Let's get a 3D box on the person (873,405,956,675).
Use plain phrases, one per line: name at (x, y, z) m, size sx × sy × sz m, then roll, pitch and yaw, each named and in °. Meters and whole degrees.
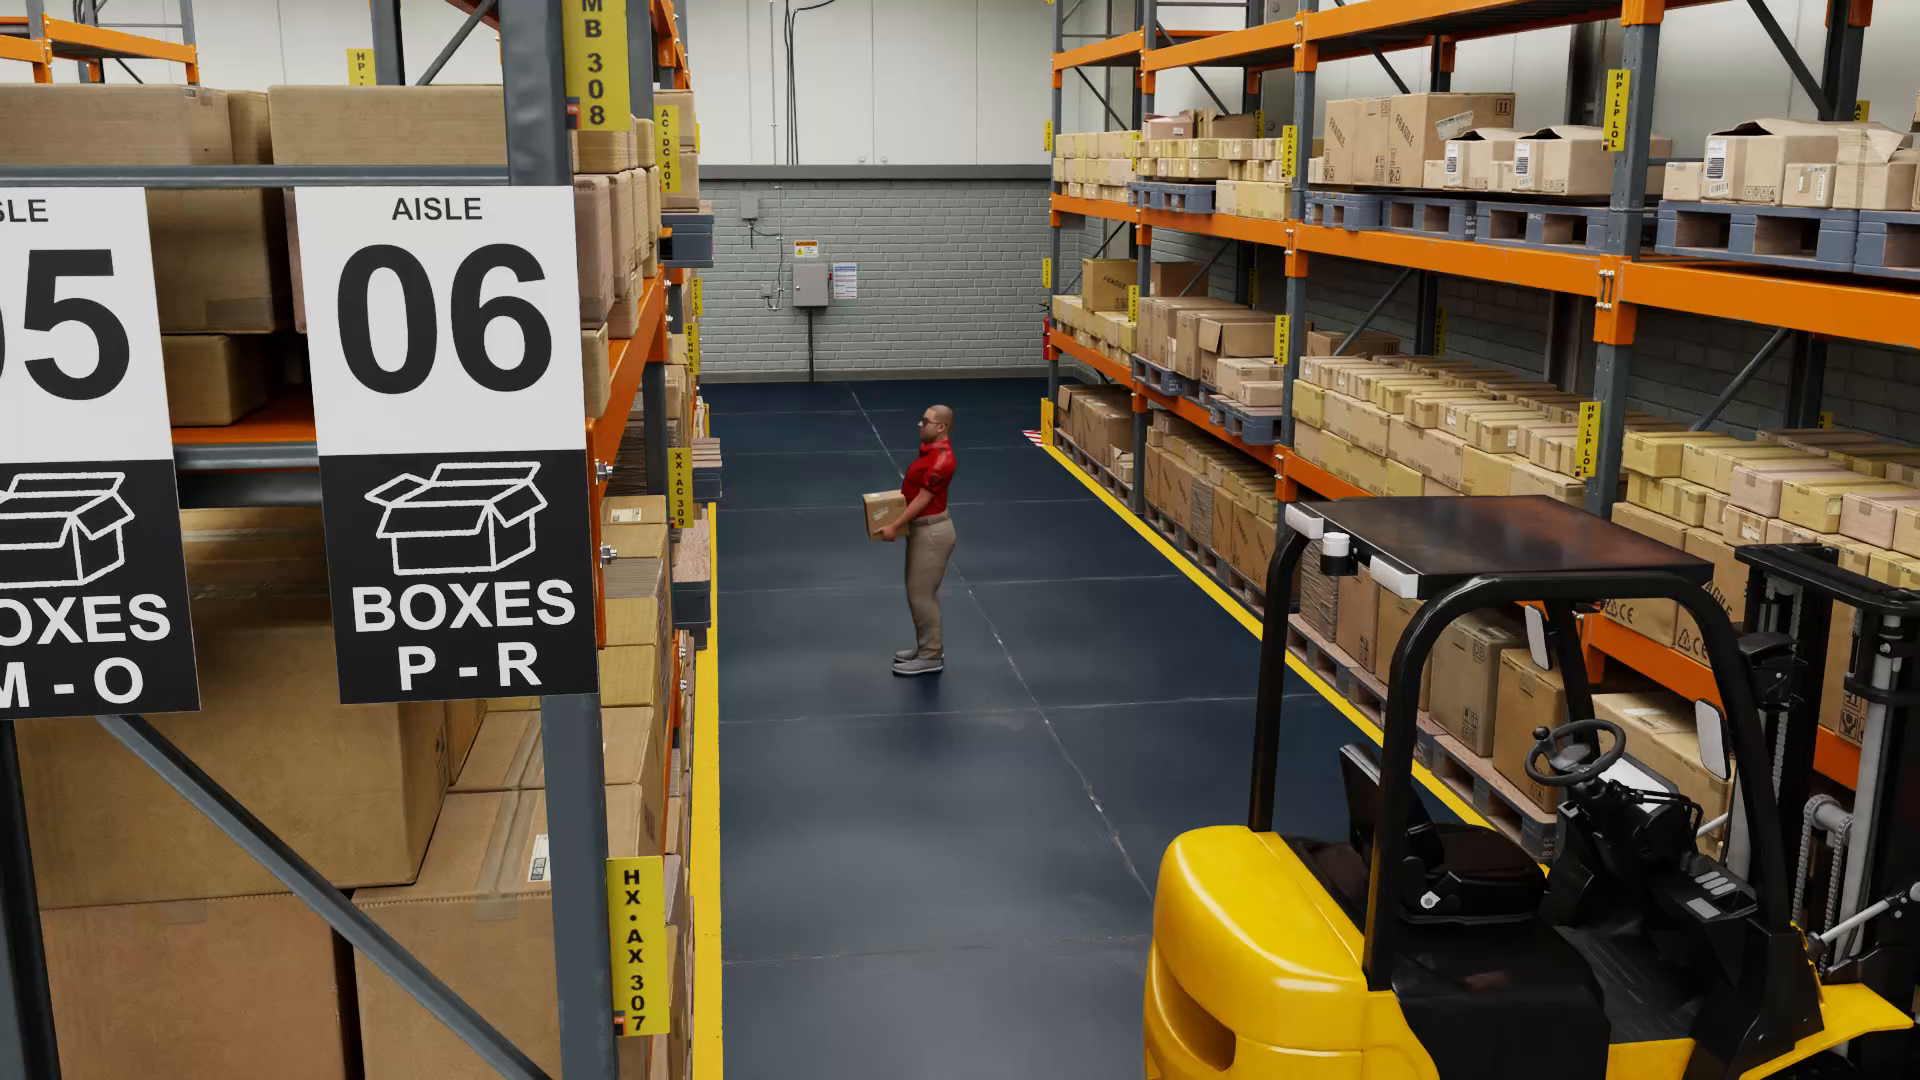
person at (-0.295, -0.006, 10.573) m, size 0.537 × 1.712 × 0.493 m, roll -2°, pitch 13°, yaw -8°
